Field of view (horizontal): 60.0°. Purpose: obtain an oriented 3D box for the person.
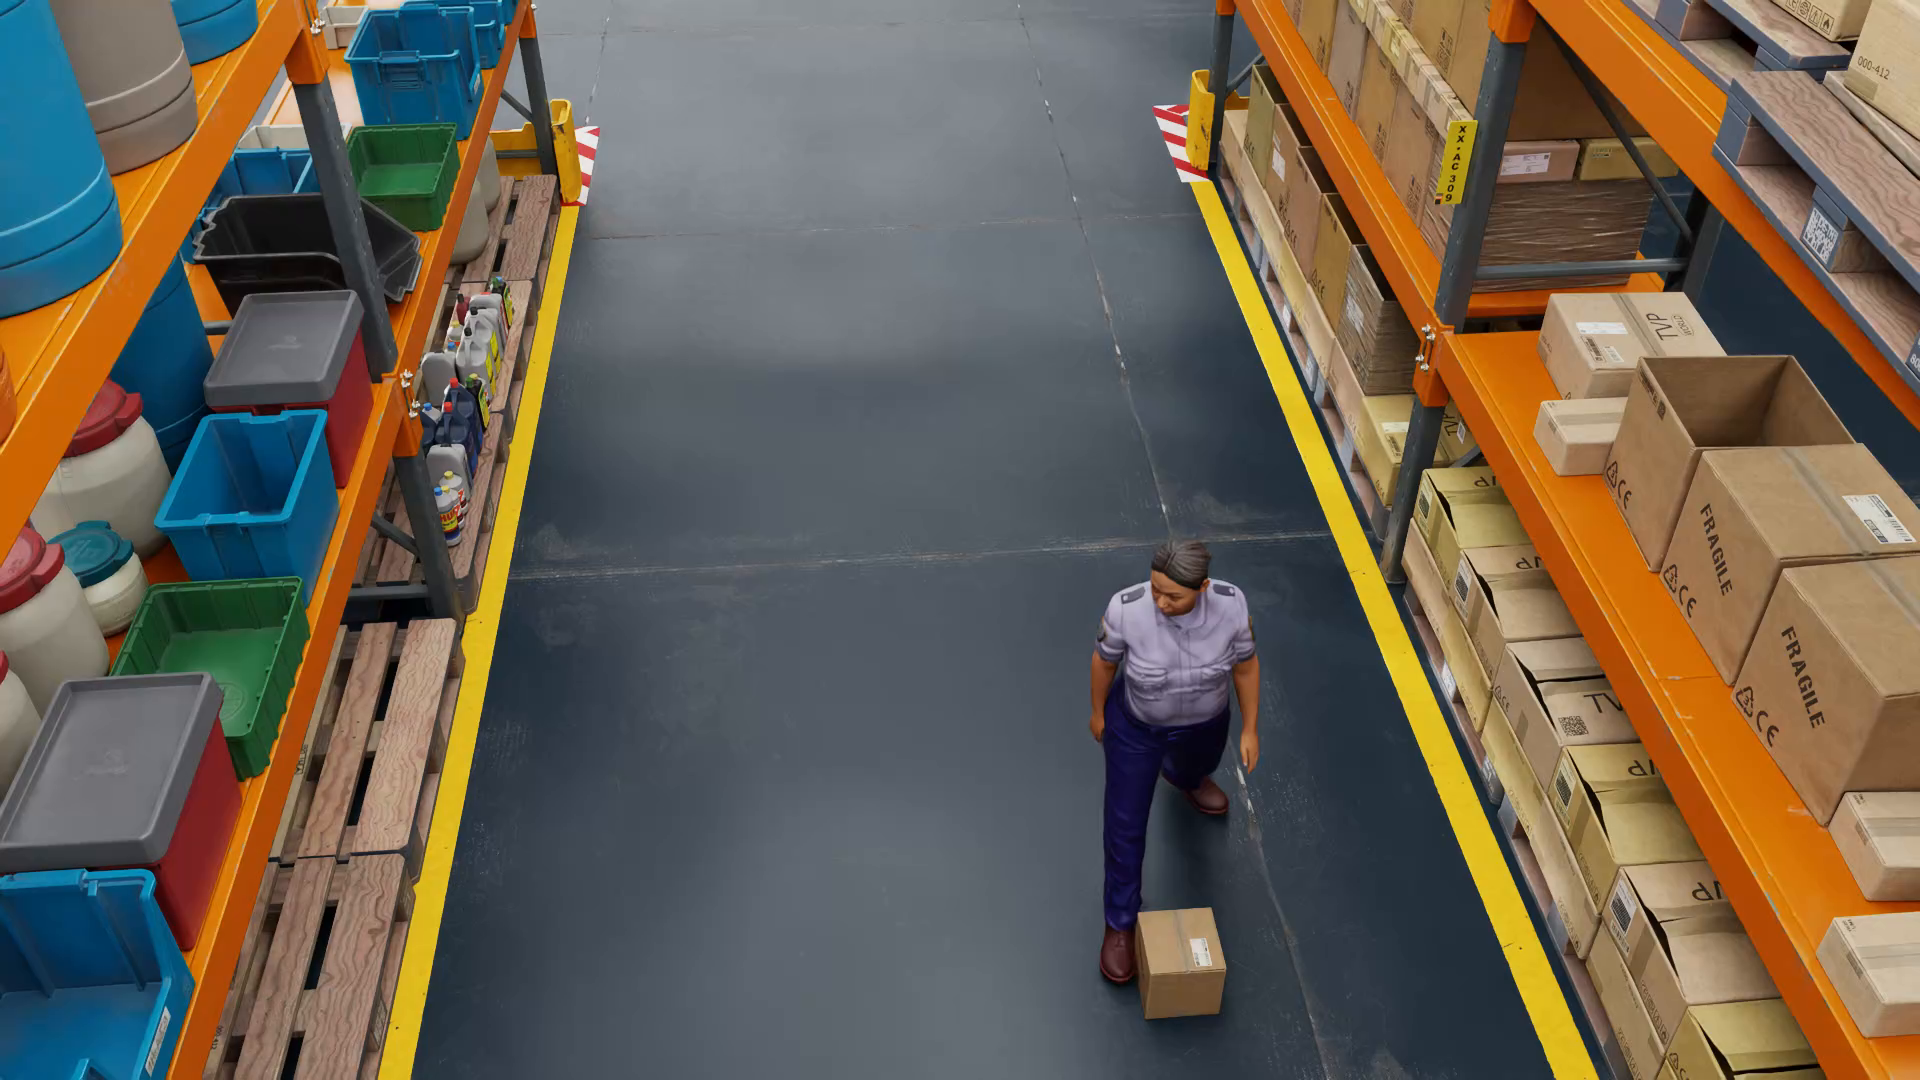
[{"bbox_3d":[0.729,0.577,5.464,0.621,1.609,0.912,-5,40,-6],"label":"person"}]
